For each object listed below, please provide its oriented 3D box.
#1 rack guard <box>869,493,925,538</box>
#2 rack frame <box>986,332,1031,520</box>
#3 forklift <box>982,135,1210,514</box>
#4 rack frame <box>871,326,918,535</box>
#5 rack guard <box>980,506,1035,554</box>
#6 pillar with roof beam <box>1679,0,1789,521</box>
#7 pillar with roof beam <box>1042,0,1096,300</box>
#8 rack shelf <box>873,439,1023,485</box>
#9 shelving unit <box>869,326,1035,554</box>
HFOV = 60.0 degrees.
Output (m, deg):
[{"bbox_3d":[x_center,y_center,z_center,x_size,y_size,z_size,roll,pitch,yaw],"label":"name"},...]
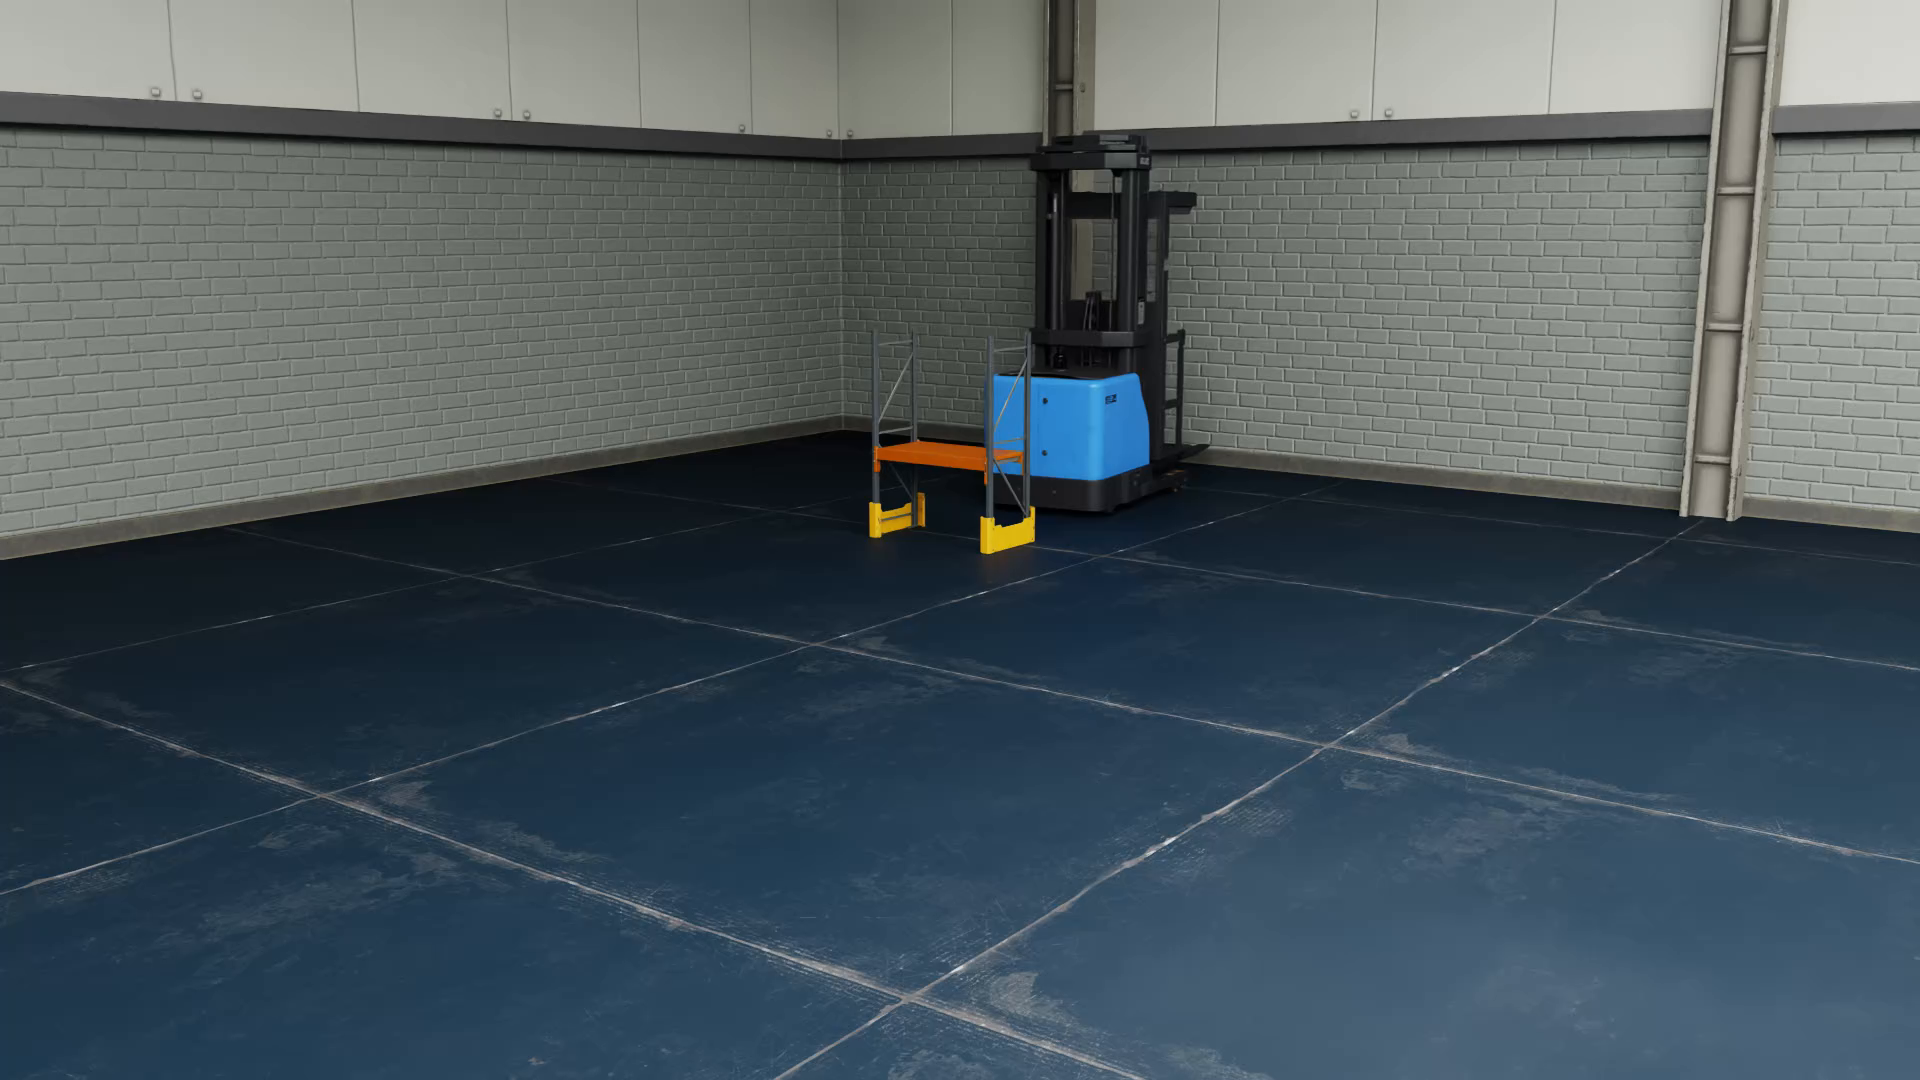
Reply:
[{"bbox_3d":[-0.463,-0.187,12.340,0.087,0.250,0.587,8,13,36],"label":"rack guard"},{"bbox_3d":[0.341,-0.689,11.641,0.032,1.500,0.500,8,13,36],"label":"rack frame"},{"bbox_3d":[1.311,-1.880,14.028,1.130,2.935,3.031,6,12,27],"label":"forklift"},{"bbox_3d":[-0.478,-0.803,12.232,0.032,1.500,0.500,8,13,36],"label":"rack frame"},{"bbox_3d":[0.340,-0.075,11.761,0.087,0.250,0.587,8,13,36],"label":"rack guard"},{"bbox_3d":[3.326,-3.950,8.753,0.400,9.000,9.100,8,13,36],"label":"pillar with roof beam"},{"bbox_3d":[-1.510,-4.624,12.240,0.400,9.000,9.100,8,13,36],"label":"pillar with roof beam"},{"bbox_3d":[-0.069,-0.569,11.971,1.000,0.185,0.538,8,13,36],"label":"rack shelf"},{"bbox_3d":[-0.061,-0.745,11.932,1.083,1.500,0.587,8,13,36],"label":"shelving unit"}]
